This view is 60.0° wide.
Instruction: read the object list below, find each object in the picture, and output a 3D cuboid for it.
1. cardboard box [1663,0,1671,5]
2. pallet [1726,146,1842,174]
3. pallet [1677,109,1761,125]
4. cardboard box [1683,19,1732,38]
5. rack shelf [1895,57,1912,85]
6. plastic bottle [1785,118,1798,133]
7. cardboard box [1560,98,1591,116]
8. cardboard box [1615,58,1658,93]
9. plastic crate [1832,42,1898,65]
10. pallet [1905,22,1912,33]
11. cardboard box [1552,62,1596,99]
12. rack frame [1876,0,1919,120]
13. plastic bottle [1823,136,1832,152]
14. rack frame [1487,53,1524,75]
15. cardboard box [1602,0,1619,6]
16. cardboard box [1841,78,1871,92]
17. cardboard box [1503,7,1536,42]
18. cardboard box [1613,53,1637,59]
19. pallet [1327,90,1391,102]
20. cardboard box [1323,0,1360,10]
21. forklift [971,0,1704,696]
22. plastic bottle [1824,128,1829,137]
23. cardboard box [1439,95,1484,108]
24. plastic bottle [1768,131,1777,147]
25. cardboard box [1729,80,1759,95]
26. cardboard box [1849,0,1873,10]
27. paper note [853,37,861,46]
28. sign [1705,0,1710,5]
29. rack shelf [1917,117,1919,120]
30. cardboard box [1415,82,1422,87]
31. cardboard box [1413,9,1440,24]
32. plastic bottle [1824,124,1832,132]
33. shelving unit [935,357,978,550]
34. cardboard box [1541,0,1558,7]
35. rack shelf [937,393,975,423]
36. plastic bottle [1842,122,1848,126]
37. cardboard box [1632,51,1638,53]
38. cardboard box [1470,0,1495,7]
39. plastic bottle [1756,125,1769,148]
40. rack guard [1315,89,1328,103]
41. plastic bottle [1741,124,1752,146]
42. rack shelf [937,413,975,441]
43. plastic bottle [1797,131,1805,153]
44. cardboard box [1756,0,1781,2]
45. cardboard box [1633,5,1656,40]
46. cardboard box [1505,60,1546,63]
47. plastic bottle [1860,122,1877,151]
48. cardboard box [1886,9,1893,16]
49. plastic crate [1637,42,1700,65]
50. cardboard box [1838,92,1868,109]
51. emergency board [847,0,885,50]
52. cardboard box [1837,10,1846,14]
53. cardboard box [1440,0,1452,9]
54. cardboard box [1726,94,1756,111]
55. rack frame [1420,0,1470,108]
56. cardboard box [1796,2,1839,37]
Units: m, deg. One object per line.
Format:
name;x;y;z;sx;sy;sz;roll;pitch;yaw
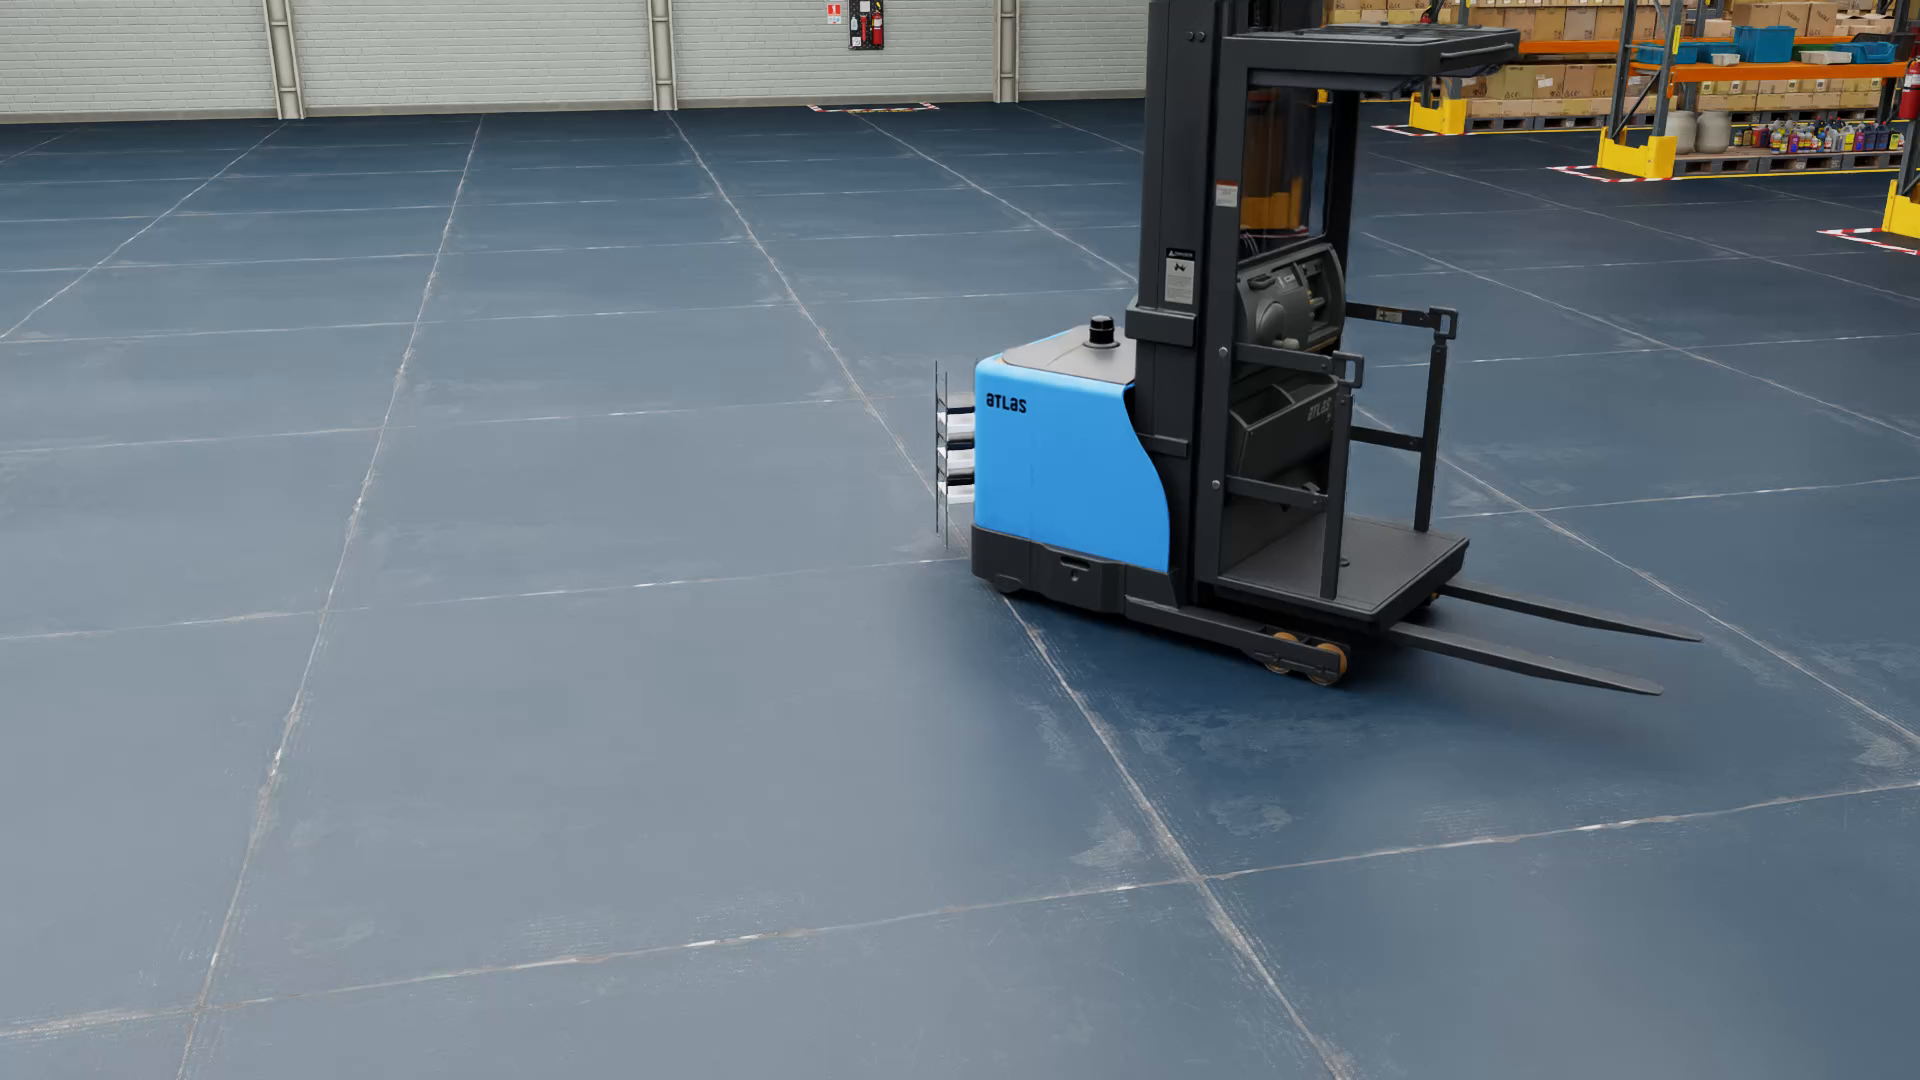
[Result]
cardboard box;10.750;-8.254;25.399;0.250;0.149;0.380;-5;21;-14
pallet;10.489;-4.910;21.413;1.213;0.211;1.003;-5;21;-12
pallet;11.914;-6.777;26.509;1.213;0.211;1.003;-5;21;-12
cardboard box;11.675;-7.998;26.006;0.500;0.250;0.500;-3;20;-9
rack shelf;14.288;-6.177;21.863;4.000;0.370;1.077;-5;21;-12
plastic bottle;10.864;-5.346;21.759;0.185;0.351;0.144;-5;21;-13
cardboard box;9.346;-6.691;25.606;0.500;0.250;0.500;-5;21;-12
cardboard box;10.683;-7.341;26.292;0.500;0.500;0.500;-5;21;-12
plastic crate;11.328;-6.108;20.845;0.616;0.251;0.499;-5;21;-12
pallet;15.742;-8.319;26.942;1.003;0.211;1.213;-5;21;-12
cardboard box;9.347;-7.043;25.476;0.500;0.500;0.500;-5;21;-12
rack frame;15.099;-8.332;26.698;0.127;3.000;1.000;-5;21;-12
plastic bottle;11.013;-5.031;21.117;0.097;0.201;0.097;0;20;0
rack frame;10.062;-9.673;30.360;0.127;3.000;1.000;-5;21;-12
cardboard box;9.755;-8.173;25.178;0.250;0.149;0.380;-4;21;-11
cardboard box;14.141;-7.334;26.546;0.500;0.311;0.500;-5;21;-13
cardboard box;8.281;-7.821;25.160;0.500;0.500;0.700;-4;21;-11
cardboard box;12.261;-8.897;31.237;0.500;0.500;0.700;-5;21;-13
pallet;7.042;-8.105;30.135;1.213;0.211;1.003;-5;21;-12
cardboard box;6.704;-9.585;29.217;0.500;0.500;0.500;-5;21;-12
forklift;1.543;-0.997;6.774;3.031;2.935;1.130;14;24;33
plastic bottle;11.097;-5.124;21.250;0.133;0.283;0.061;-5;21;-12
cardboard box;7.767;-6.746;25.756;0.500;0.250;0.500;-5;21;-12
plastic bottle;10.569;-5.206;21.595;0.097;0.201;0.097;0;20;0
cardboard box;12.154;-7.172;26.103;0.500;0.311;0.500;-5;21;-13
cardboard box;16.962;-10.338;31.567;0.500;0.500;0.500;-4;21;-12
paper note;-1.789;-8.639;28.818;0.142;0.148;0.016;-5;21;-12
sign;11.335;-8.273;25.165;0.005;0.325;0.100;-5;21;-12
rack shelf;11.536;-4.203;16.473;4.000;0.370;1.077;-5;21;-12
cardboard box;8.144;-8.500;30.153;0.500;0.500;0.700;-6;21;-16
cardboard box;8.209;-9.351;29.670;0.500;0.250;0.500;-4;21;-12
plastic bottle;11.348;-5.305;21.764;0.097;0.271;0.097;0;20;0
shelving unit;0.008;-0.423;8.162;0.210;0.900;0.258;-5;21;-12
cardboard box;8.749;-8.091;24.954;0.250;0.149;0.380;-5;21;-14
rack shelf;0.008;-0.645;8.080;0.200;0.077;0.258;-5;21;-12
plastic bottle;11.623;-5.371;21.937;0.135;0.276;0.152;-4;20;-11
cardboard box;12.697;-9.276;31.180;0.500;0.250;0.500;-4;21;-11
cardboard box;7.745;-8.009;24.729;0.250;0.149;0.380;-5;21;-13
plastic bottle;10.413;-5.239;21.564;0.133;0.283;0.061;-5;21;-12
rack guard;6.244;-8.189;29.942;0.348;0.500;1.175;-5;21;-12
plastic bottle;10.245;-5.279;21.674;0.133;0.283;0.061;-4;21;-11
rack shelf;0.008;-0.561;8.111;0.200;0.077;0.258;-5;21;-12
plastic bottle;10.619;-5.032;21.017;0.097;0.271;0.097;0;20;0
cardboard box;14.998;-10.177;31.128;0.500;0.500;0.500;-4;20;-11
cardboard box;10.264;-7.981;25.595;0.500;0.500;0.700;-5;21;-13
cardboard box;8.736;-7.183;25.859;0.500;0.500;0.500;-5;21;-12
plastic bottle;11.595;-5.157;21.243;0.185;0.351;0.144;-6;21;-15
cardboard box;17.584;-10.076;31.796;0.250;0.149;0.380;-4;21;-12
plastic crate;8.868;-6.110;20.850;0.616;0.251;0.499;-5;21;-12
cardboard box;14.142;-7.073;26.648;0.500;0.250;0.500;-5;21;-13
emergency board;-1.601;-9.044;28.642;0.643;1.169;0.194;-5;21;-12
cardboard box;16.585;-10.005;31.603;0.250;0.149;0.380;-5;21;-12
cardboard box;8.697;-9.745;29.656;0.500;0.500;0.500;-5;21;-14
cardboard box;12.153;-6.910;26.205;0.500;0.250;0.500;-4;21;-11
rack frame;7.313;-7.698;24.970;0.127;3.000;1.000;-5;21;-12
cardboard box;13.469;-8.240;26.304;0.500;0.500;0.500;-6;21;-15
